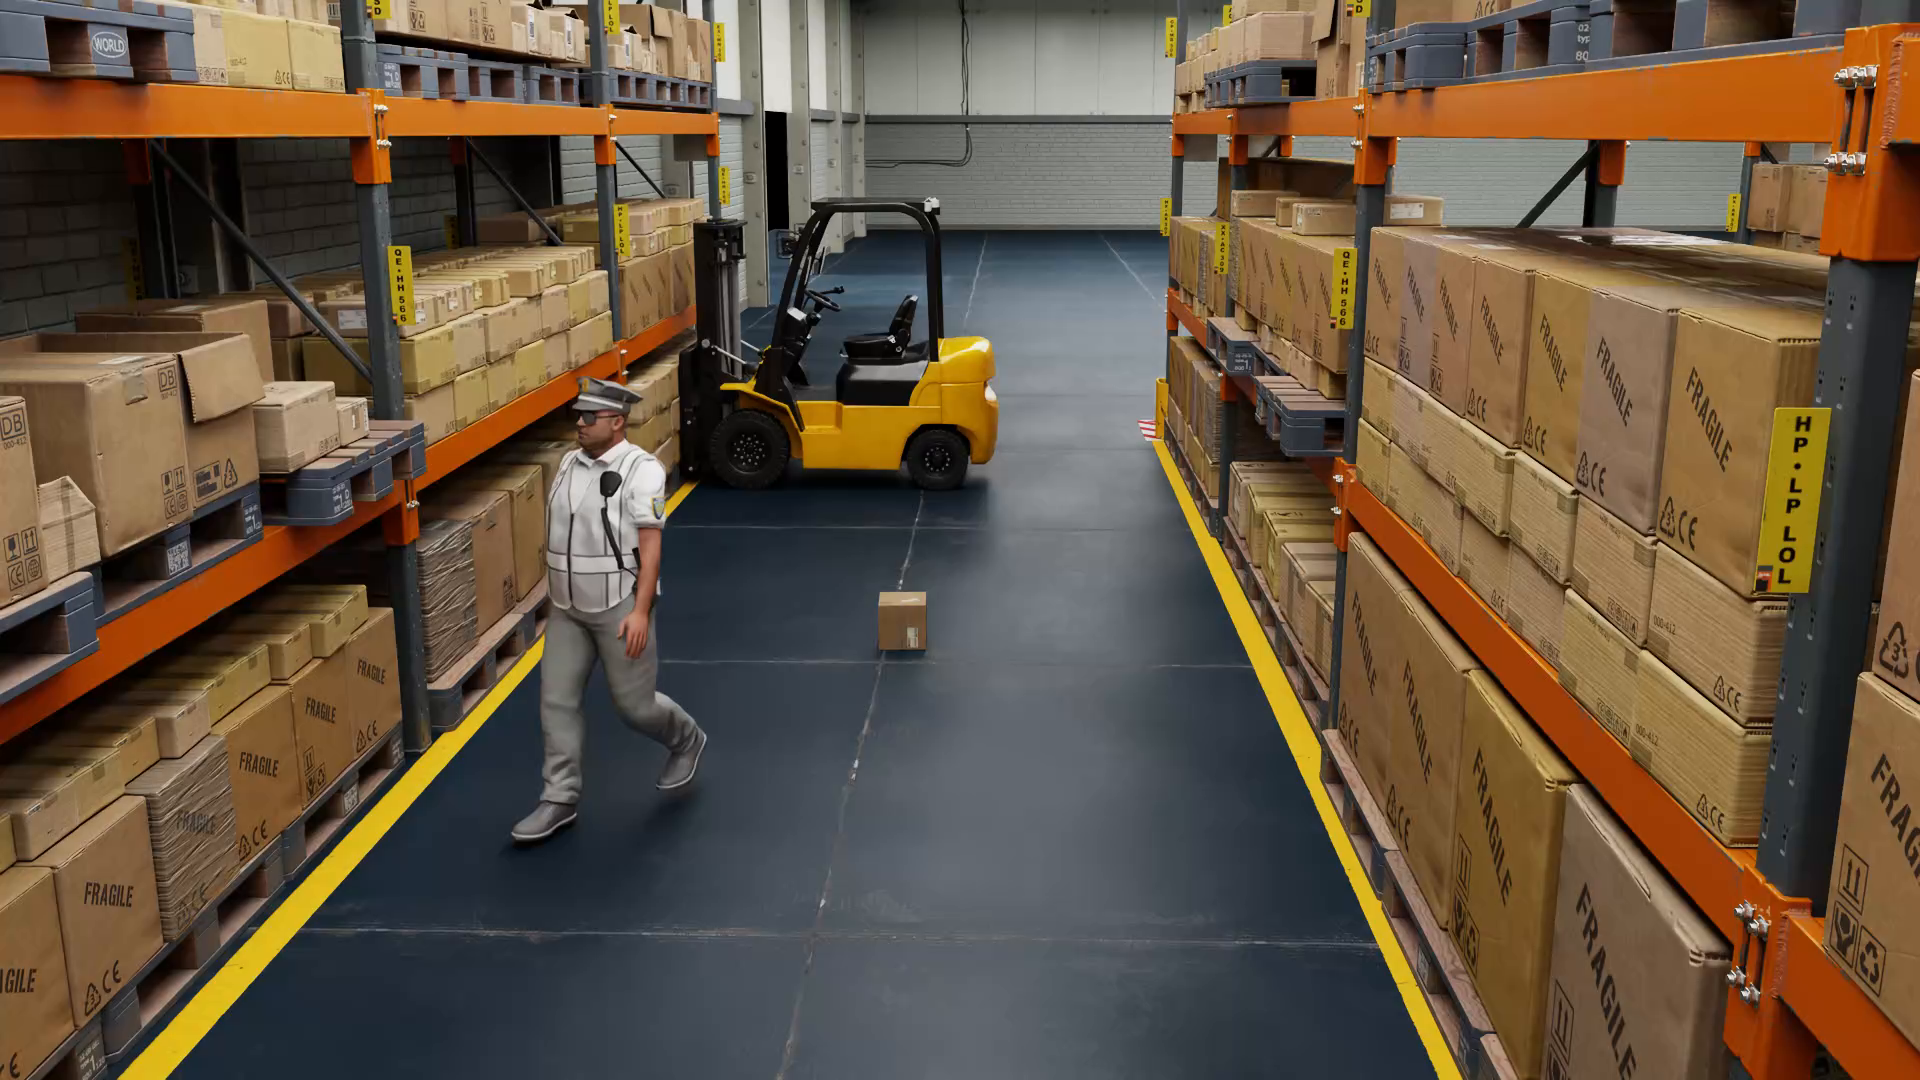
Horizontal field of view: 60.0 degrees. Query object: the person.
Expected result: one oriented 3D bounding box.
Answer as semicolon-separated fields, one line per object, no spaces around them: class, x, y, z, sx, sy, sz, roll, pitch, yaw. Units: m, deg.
person;-1.398;0.237;6.440;0.536;1.741;0.853;6;15;24
